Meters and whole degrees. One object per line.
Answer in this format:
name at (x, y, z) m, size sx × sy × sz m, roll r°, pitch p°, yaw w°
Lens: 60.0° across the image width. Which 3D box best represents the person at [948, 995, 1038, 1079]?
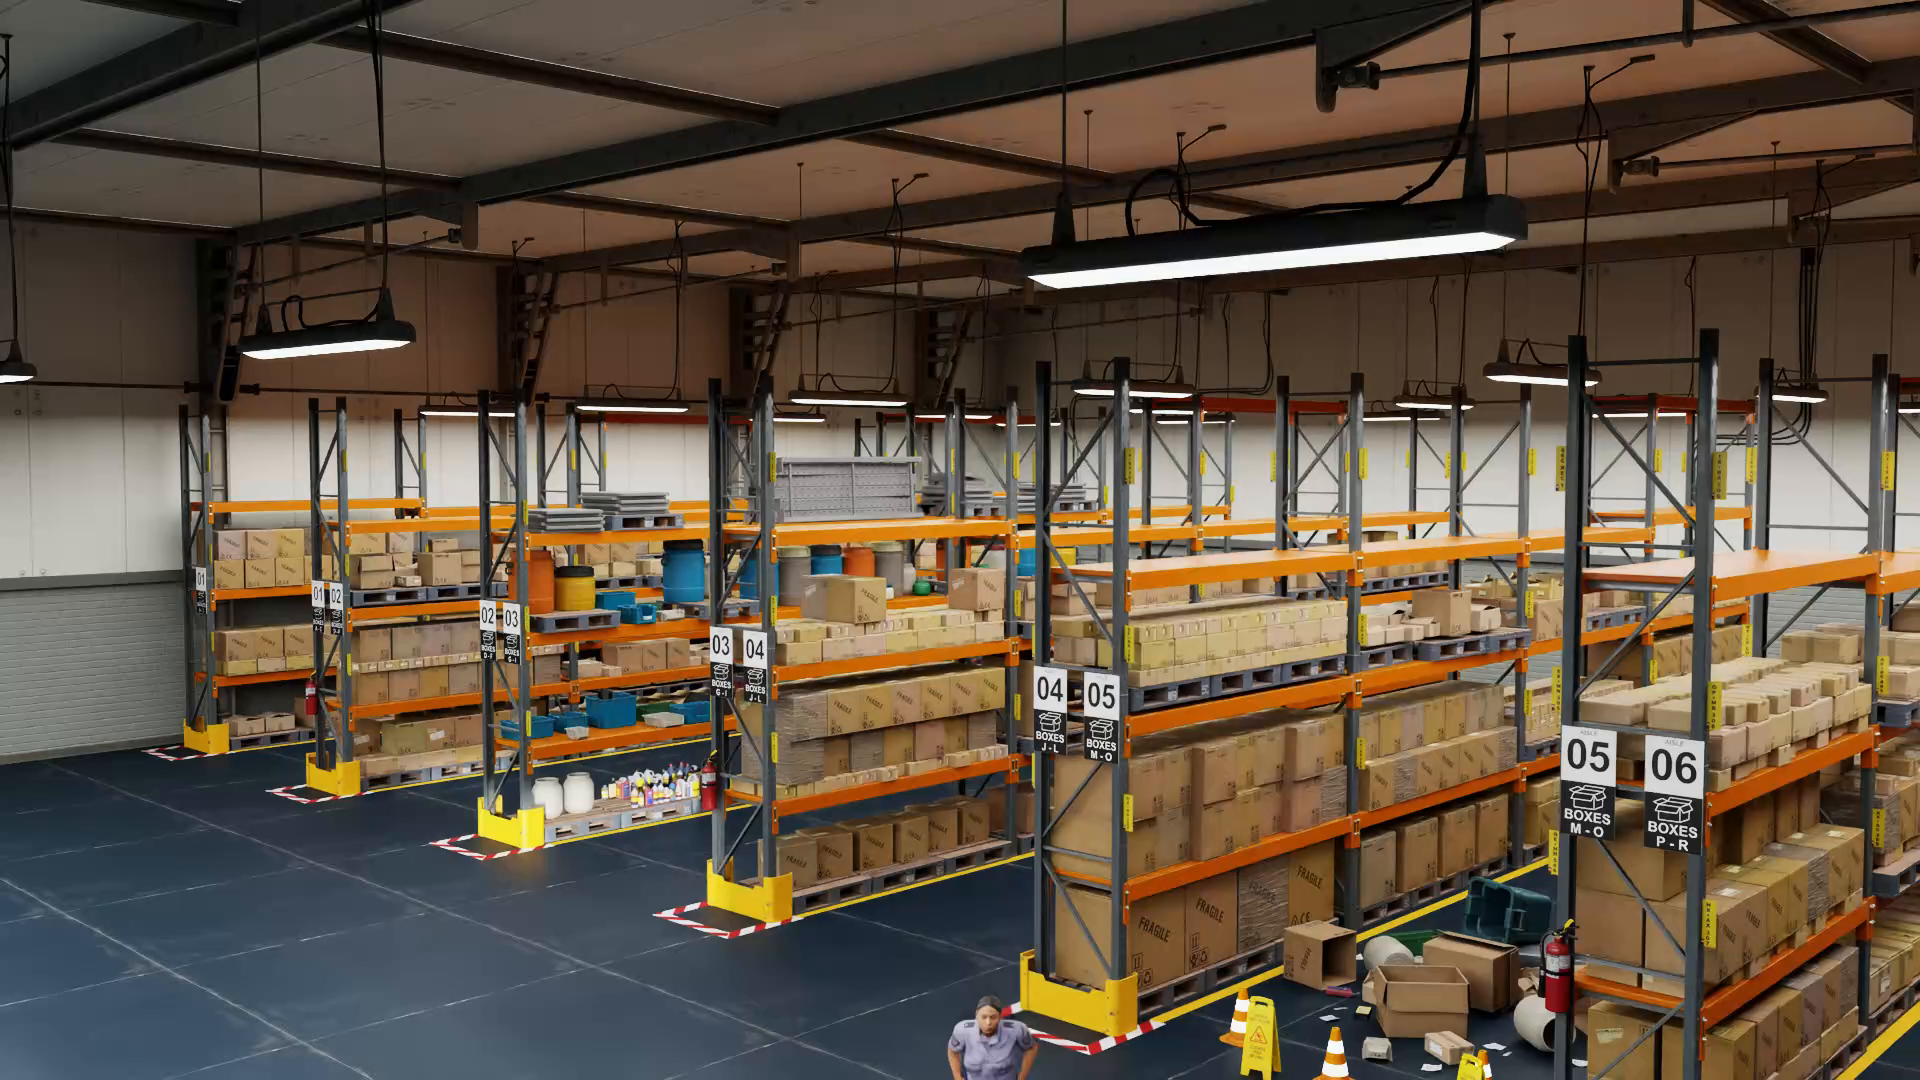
person at (0.210, 3.803, 11.377) m, size 0.588 × 1.609 × 0.876 m, roll 0°, pitch 3°, yaw 0°
